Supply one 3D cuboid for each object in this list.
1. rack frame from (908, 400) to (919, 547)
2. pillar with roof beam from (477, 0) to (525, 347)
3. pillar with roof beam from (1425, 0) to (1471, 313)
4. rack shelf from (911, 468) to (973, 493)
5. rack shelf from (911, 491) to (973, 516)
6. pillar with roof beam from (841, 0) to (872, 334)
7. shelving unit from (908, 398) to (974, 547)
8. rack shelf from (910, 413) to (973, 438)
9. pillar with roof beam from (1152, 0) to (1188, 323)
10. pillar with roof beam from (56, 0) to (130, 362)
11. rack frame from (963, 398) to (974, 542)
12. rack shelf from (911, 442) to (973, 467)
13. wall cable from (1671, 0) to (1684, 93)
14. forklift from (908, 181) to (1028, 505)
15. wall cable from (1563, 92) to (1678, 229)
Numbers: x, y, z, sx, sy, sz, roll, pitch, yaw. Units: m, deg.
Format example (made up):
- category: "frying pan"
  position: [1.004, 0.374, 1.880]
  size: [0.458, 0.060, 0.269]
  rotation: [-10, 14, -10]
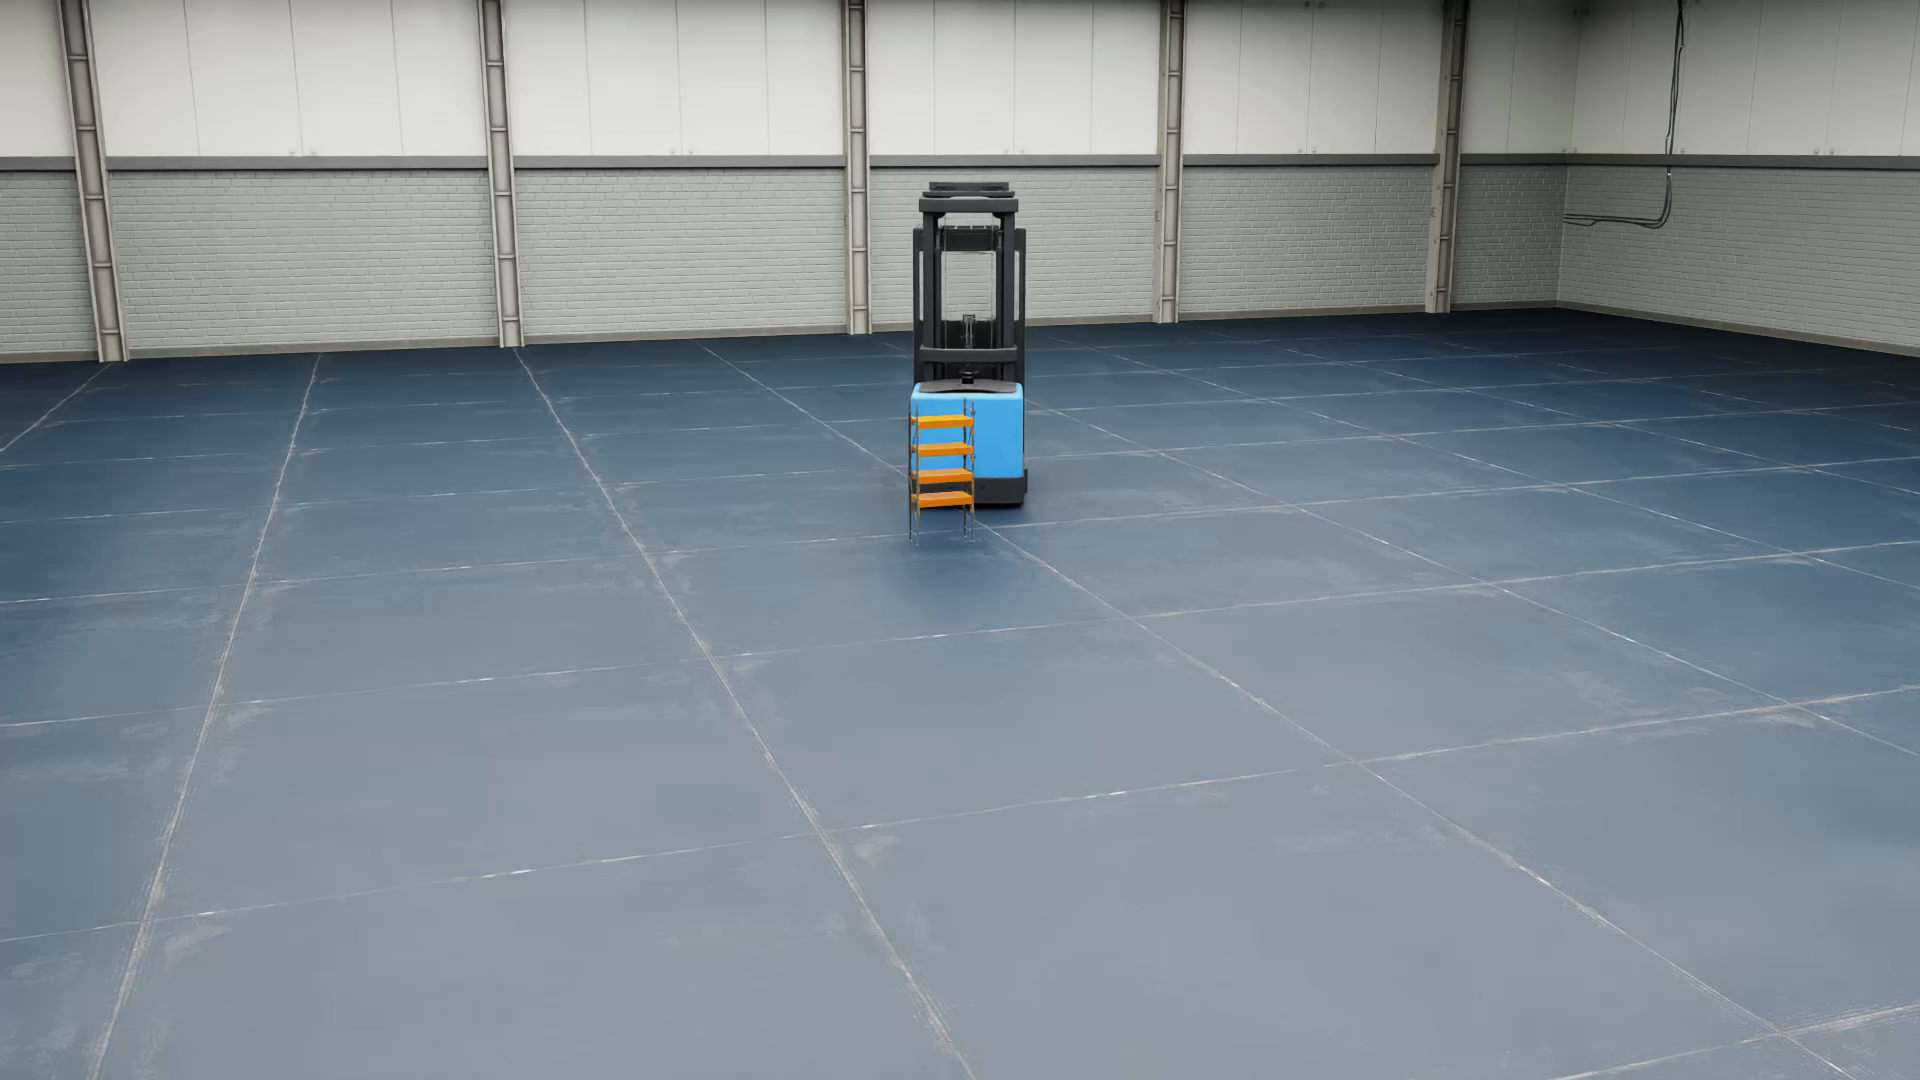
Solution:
- category: "rack frame"
  position: [-0.388, -0.553, 13.877]
  size: [0.015, 1.200, 0.240]
  rotation: [-4, 14, -18]
- category: "pillar with roof beam"
  position: [-6.116, -6.678, 22.771]
  size: [0.400, 9.000, 9.100]
  rotation: [-4, 14, -18]
- category: "pillar with roof beam"
  position: [10.944, -8.006, 28.356]
  size: [0.400, 9.000, 9.100]
  rotation: [-4, 14, -18]
- category: "rack shelf"
  position: [-0.157, -0.506, 13.968]
  size: [0.480, 0.148, 0.258]
  rotation: [-4, 14, -18]
- category: "rack shelf"
  position: [-0.157, -0.313, 14.014]
  size: [0.480, 0.148, 0.258]
  rotation: [-4, 14, -18]
- category: "pillar with roof beam"
  position: [-0.429, -7.121, 24.633]
  size: [0.400, 9.000, 9.100]
  rotation: [-4, 14, -18]
- category: "shelving unit"
  position: [-0.157, -0.571, 13.953]
  size: [0.503, 1.200, 0.258]
  rotation: [-4, 14, -18]
- category: "rack shelf"
  position: [-0.157, -0.954, 13.862]
  size: [0.480, 0.148, 0.258]
  rotation: [-4, 14, -18]
- category: "pillar with roof beam"
  position: [5.258, -7.564, 26.494]
  size: [0.400, 9.000, 9.100]
  rotation: [-4, 14, -18]
- category: "pillar with roof beam"
  position: [-11.802, -6.235, 20.909]
  size: [0.400, 9.000, 9.100]
  rotation: [-4, 14, -18]
- category: "rack frame"
  position: [0.074, -0.590, 14.028]
  size: [0.015, 1.200, 0.240]
  rotation: [-4, 14, -18]
- category: "rack shelf"
  position: [-0.157, -0.724, 13.916]
  size: [0.480, 0.148, 0.258]
  rotation: [-4, 14, -18]
- category: "wall cable"
  position: [13.648, -9.231, 29.301]
  size: [0.112, 2.526, 3.097]
  rotation: [-4, 14, -18]
- category: "forklift"
  position: [0.096, -2.040, 16.385]
  size: [1.130, 2.935, 3.031]
  rotation: [0, 13, 1]
- category: "wall cable"
  position: [12.785, -7.367, 32.380]
  size: [0.112, 2.526, 3.097]
  rotation: [-4, 14, -18]
